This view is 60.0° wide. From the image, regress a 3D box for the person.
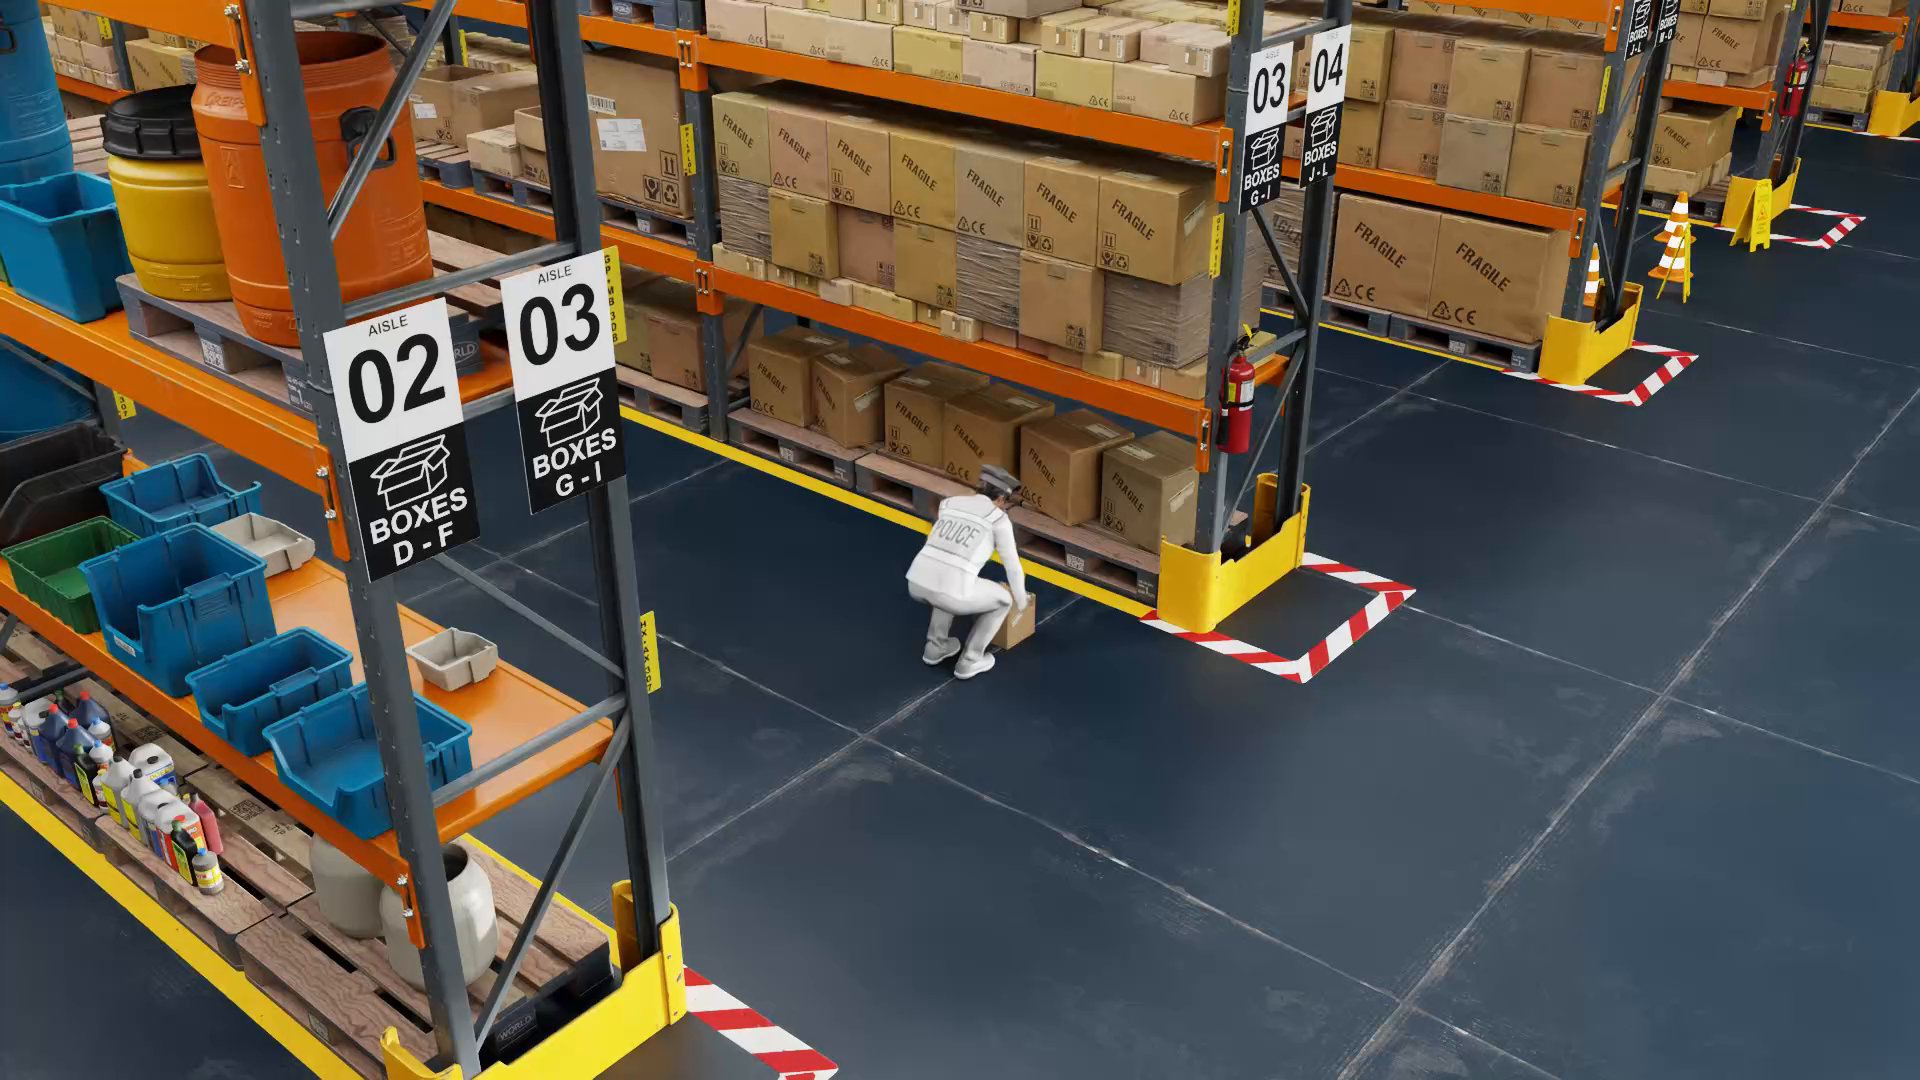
[{"bbox_3d":[0.037,0.160,8.980,0.502,1.052,0.831,21,34,34],"label":"person"}]
